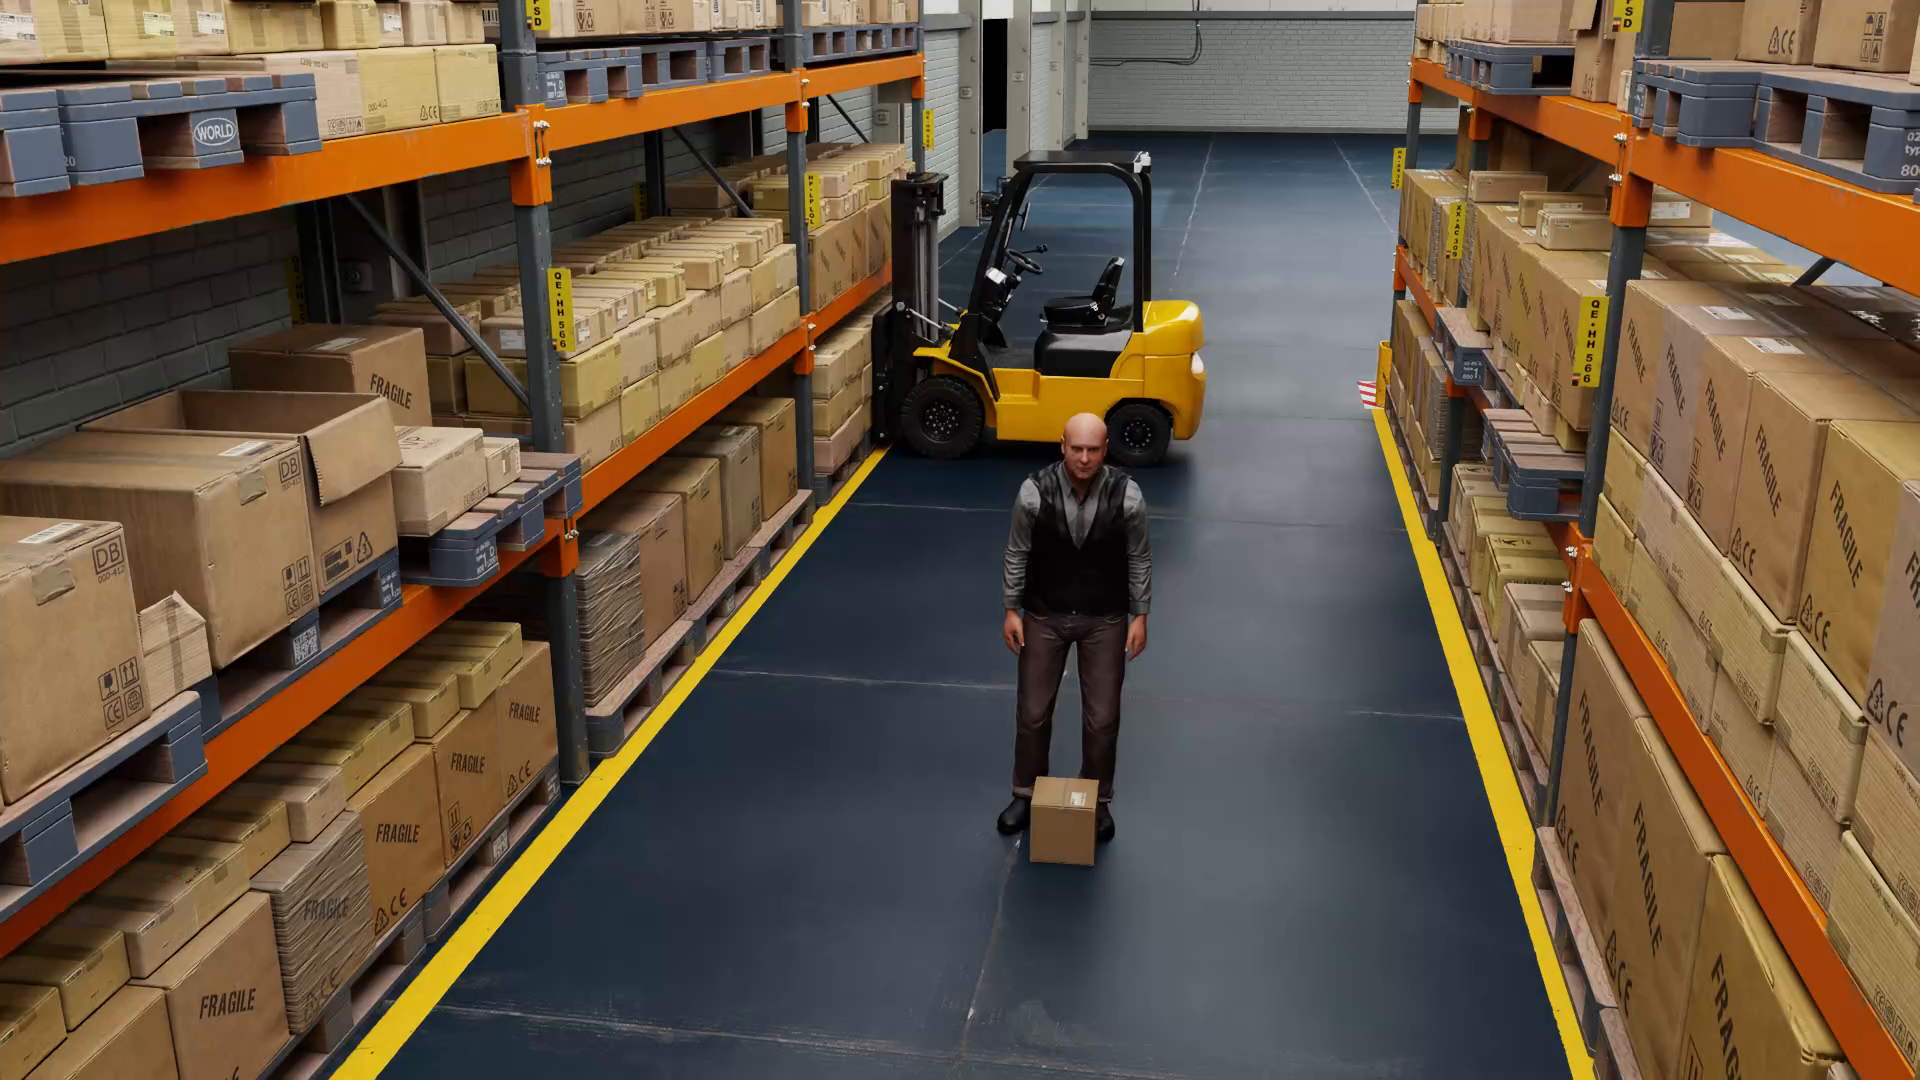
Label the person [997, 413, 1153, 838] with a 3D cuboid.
[{"bbox_3d":[0.458,0.321,6.589,0.594,1.721,0.422,2,18,6],"label":"person"}]
